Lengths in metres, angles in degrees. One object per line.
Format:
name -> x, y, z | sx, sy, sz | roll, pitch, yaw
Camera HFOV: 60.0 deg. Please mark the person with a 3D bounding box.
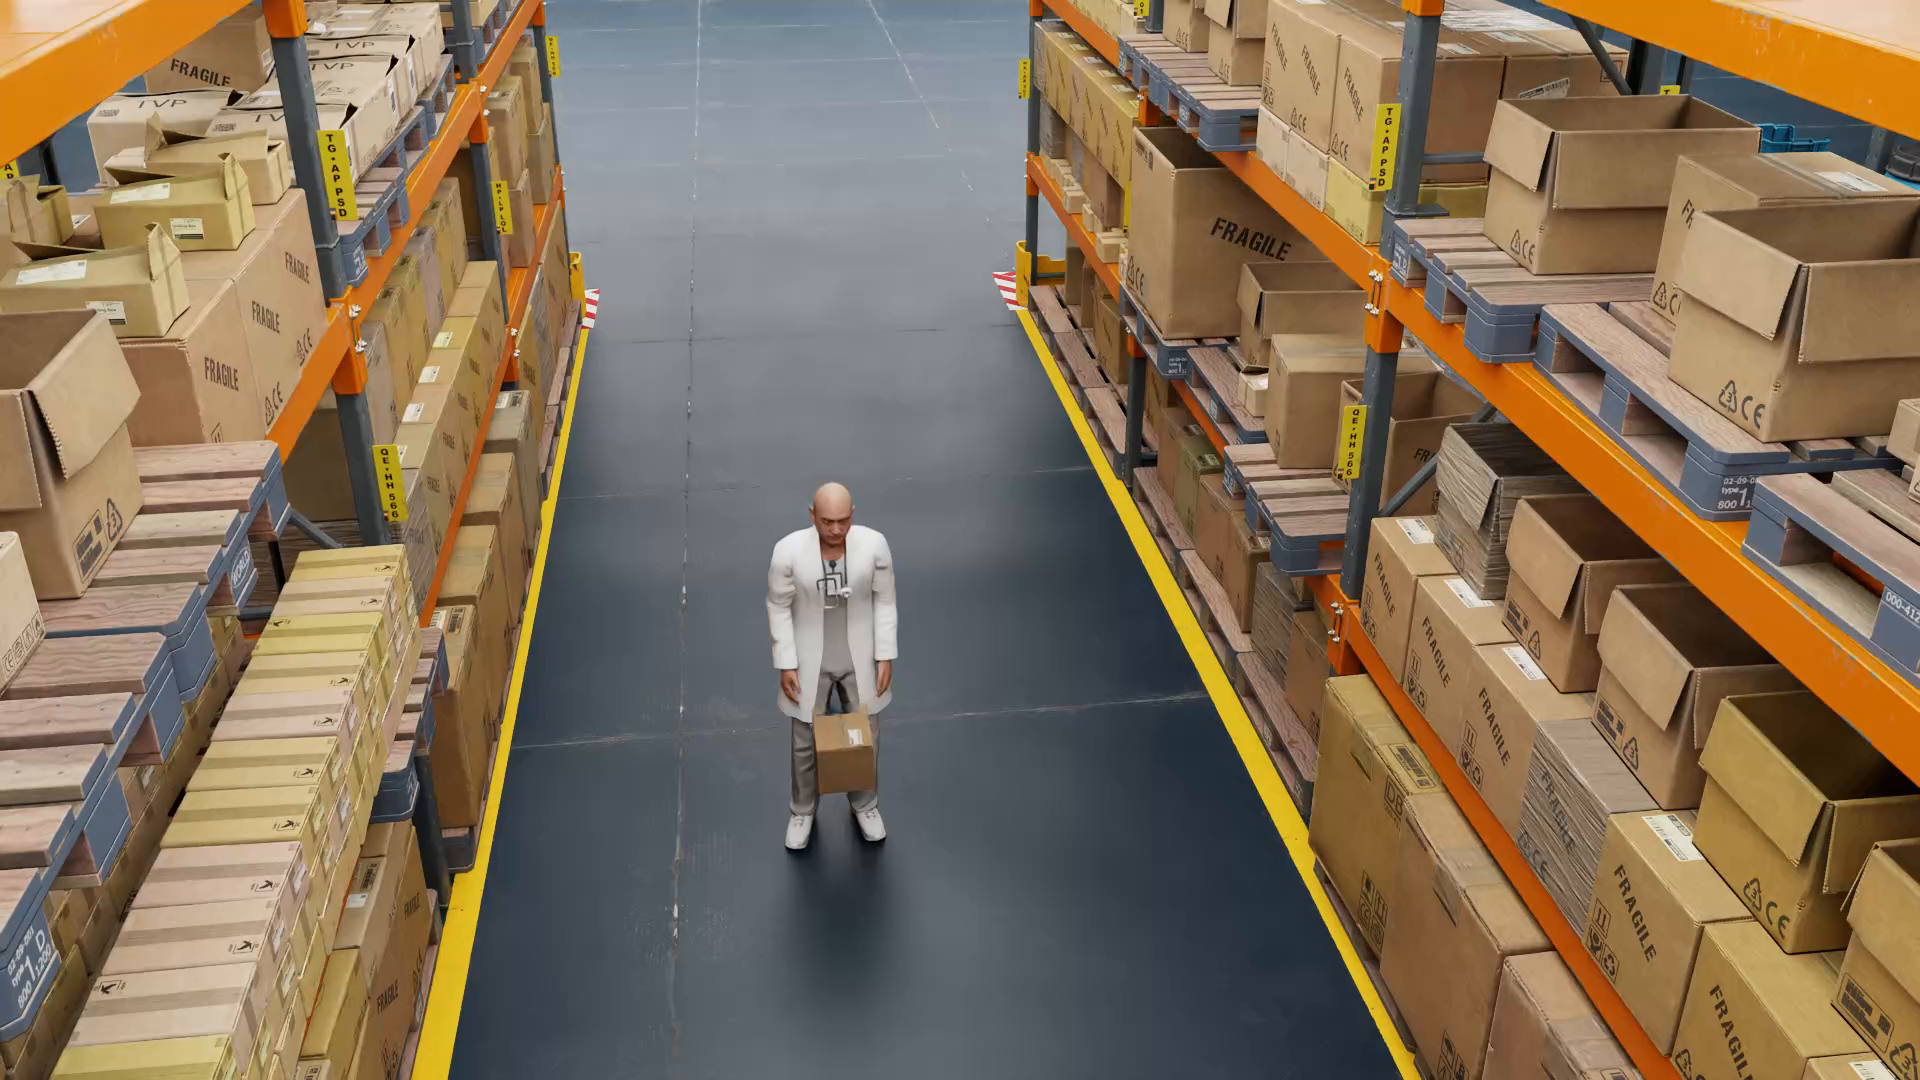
person -> -0.565, 0.555, 7.530 | 0.589, 1.778, 0.424 | -4, 27, -8
